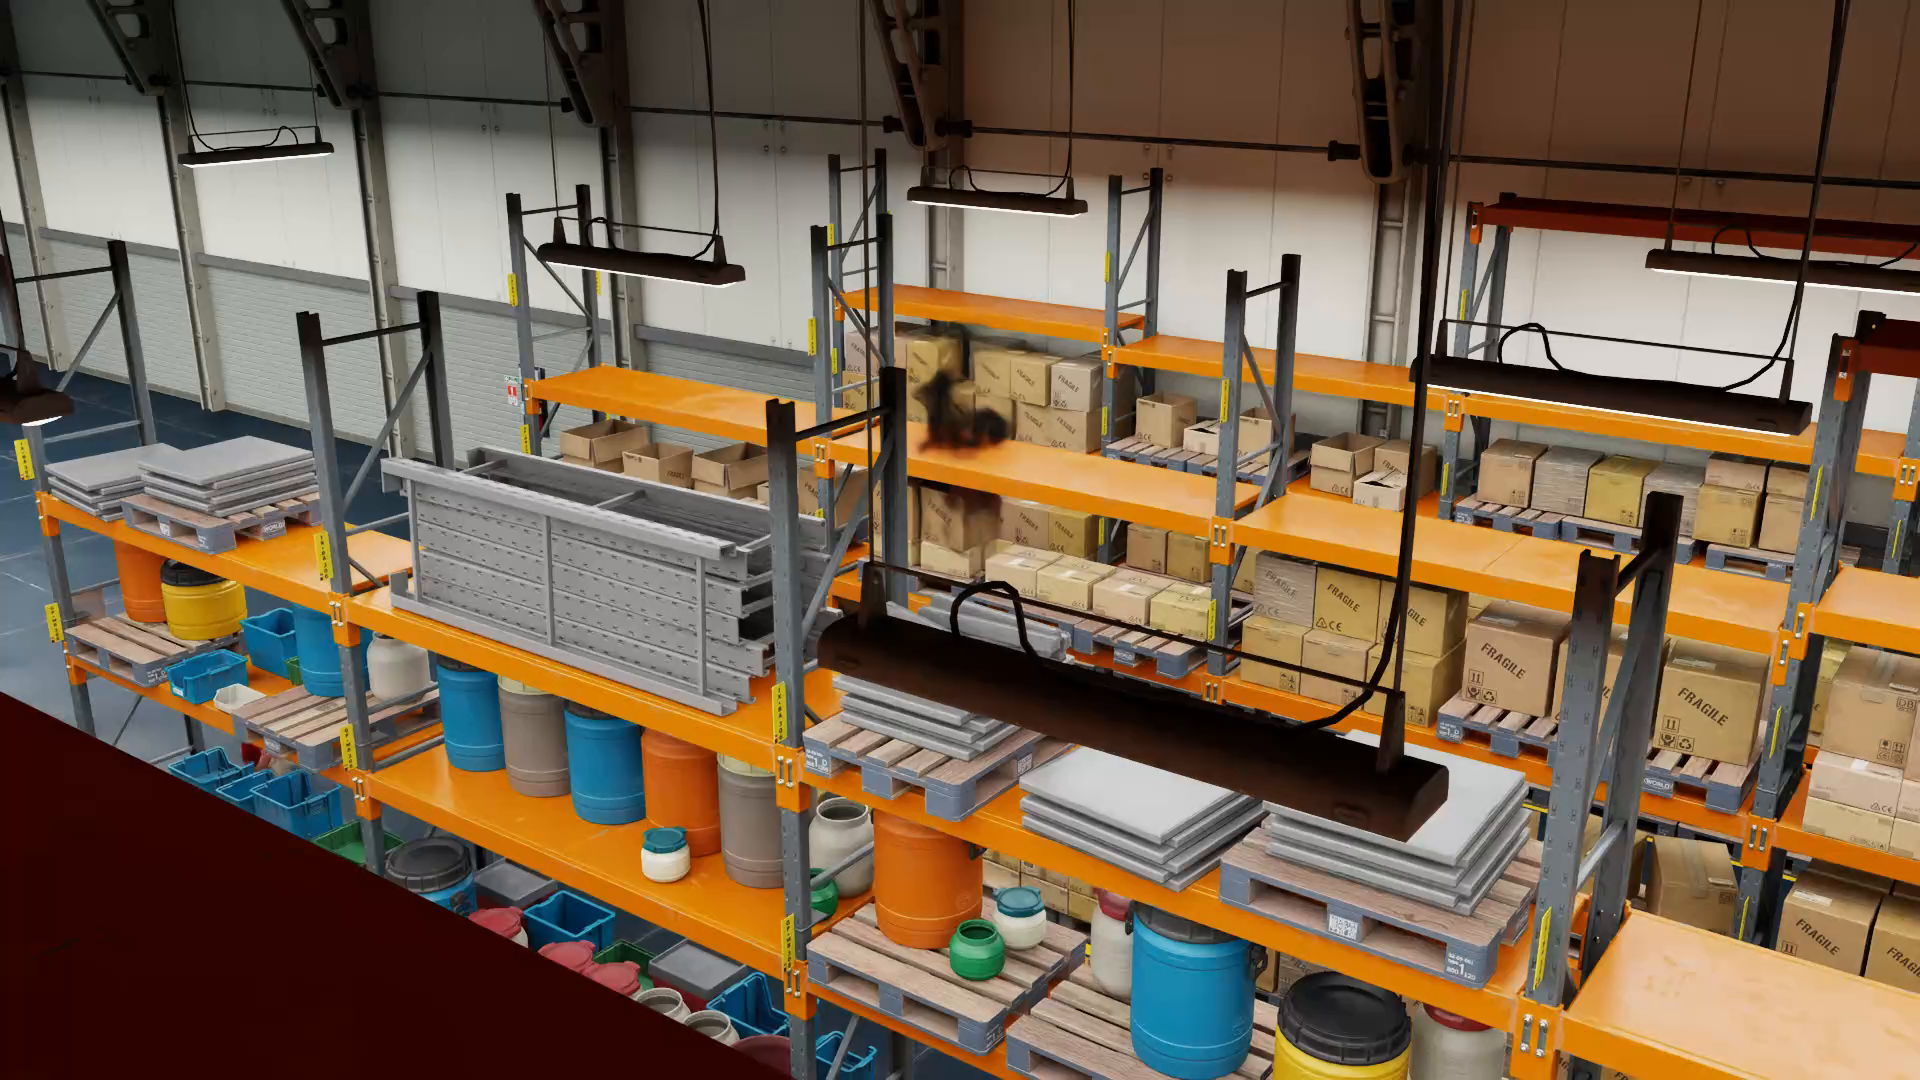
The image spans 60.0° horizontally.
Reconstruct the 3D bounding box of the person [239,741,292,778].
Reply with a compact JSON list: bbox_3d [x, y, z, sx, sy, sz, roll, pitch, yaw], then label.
[{"bbox_3d":[-6.588,2.227,15.840,0.766,1.764,0.741,2,19,5],"label":"person"}]
